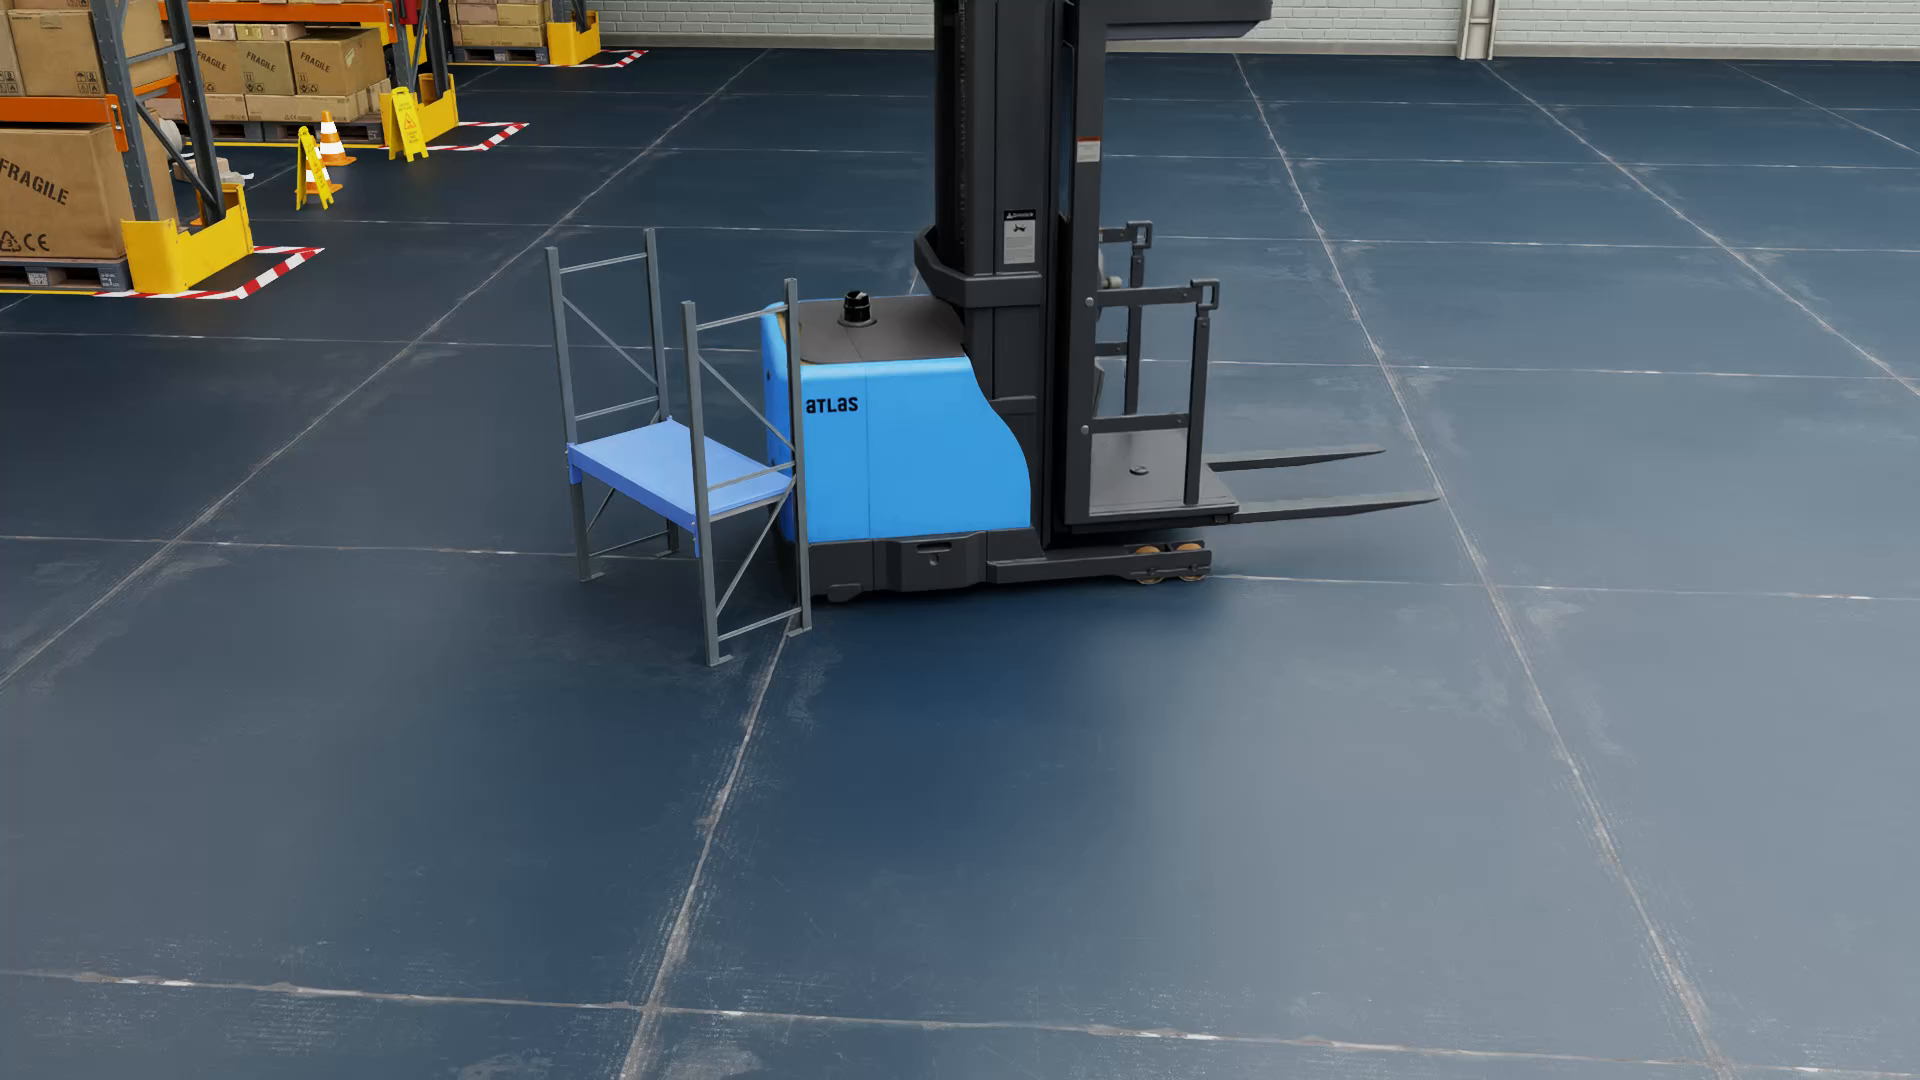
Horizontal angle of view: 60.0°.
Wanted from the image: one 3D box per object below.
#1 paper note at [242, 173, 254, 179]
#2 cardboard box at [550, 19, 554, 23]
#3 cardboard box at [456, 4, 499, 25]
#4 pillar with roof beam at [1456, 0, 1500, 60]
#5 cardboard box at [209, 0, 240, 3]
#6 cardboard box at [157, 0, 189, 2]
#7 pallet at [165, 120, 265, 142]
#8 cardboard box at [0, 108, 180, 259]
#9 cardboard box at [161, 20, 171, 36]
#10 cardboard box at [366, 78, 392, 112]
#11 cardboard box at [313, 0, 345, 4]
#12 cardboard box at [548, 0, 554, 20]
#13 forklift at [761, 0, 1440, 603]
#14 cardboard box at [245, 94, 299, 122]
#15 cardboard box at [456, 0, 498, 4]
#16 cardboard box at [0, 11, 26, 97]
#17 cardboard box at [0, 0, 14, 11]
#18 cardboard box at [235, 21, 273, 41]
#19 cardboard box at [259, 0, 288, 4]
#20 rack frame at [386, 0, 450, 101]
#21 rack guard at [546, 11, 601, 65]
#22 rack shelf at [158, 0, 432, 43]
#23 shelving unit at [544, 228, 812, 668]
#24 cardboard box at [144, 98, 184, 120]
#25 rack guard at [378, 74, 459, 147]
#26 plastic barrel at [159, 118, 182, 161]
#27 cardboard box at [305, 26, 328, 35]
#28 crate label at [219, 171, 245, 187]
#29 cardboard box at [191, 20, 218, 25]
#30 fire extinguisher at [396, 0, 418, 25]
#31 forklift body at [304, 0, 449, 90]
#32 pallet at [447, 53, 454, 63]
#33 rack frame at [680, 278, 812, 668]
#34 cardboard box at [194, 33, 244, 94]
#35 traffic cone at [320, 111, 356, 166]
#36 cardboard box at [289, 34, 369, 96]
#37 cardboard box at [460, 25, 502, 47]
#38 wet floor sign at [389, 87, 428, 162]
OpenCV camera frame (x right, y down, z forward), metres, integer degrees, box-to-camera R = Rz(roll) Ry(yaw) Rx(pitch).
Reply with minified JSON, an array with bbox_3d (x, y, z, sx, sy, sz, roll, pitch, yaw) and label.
[{"bbox_3d":[-6.330,-3.219,14.708,0.142,0.019,0.148,-7,26,-14],"label":"paper note"},{"bbox_3d":[-5.333,-6.475,21.020,0.500,0.250,0.500,2,25,4],"label":"cardboard box"},{"bbox_3d":[-5.867,-6.510,20.499,0.500,0.250,0.500,2,25,3],"label":"cardboard box"},{"bbox_3d":[6.151,-8.381,15.198,0.400,9.000,9.100,2,25,4],"label":"pillar with roof beam"},{"bbox_3d":[-6.905,-5.187,15.735,0.250,0.149,0.380,2,25,3],"label":"cardboard box"},{"bbox_3d":[-7.406,-5.196,15.754,0.250,0.149,0.380,2,25,4],"label":"cardboard box"},{"bbox_3d":[-7.331,-4.183,16.589,1.213,0.211,1.003,2,25,4],"label":"pallet"},{"bbox_3d":[-6.194,-2.520,11.678,0.875,0.875,0.875,2,25,4],"label":"cardboard box"},{"bbox_3d":[-7.754,-4.888,15.899,0.250,0.149,0.380,3,25,7],"label":"cardboard box"},{"bbox_3d":[-6.018,-4.450,16.619,0.500,0.250,0.500,2,25,4],"label":"cardboard box"},{"bbox_3d":[-5.885,-5.137,15.627,0.250,0.149,0.380,2,25,3],"label":"cardboard box"},{"bbox_3d":[-5.312,-6.706,20.925,0.500,0.250,0.500,2,25,5],"label":"cardboard box"},{"bbox_3d":[0.657,-1.347,7.172,3.031,2.935,1.130,-4,25,-9],"label":"forklift"},{"bbox_3d":[-6.577,-4.242,16.168,0.500,0.250,0.500,2,25,4],"label":"cardboard box"},{"bbox_3d":[-5.851,-6.730,20.379,0.500,0.250,0.500,2,25,5],"label":"cardboard box"},{"bbox_3d":[-6.437,-3.370,11.306,0.550,0.550,0.875,2,25,4],"label":"cardboard box"},{"bbox_3d":[-6.436,-3.866,11.093,0.550,0.550,0.875,2,25,4],"label":"cardboard box"},{"bbox_3d":[-6.675,-4.854,15.824,0.250,0.149,0.380,2,25,5],"label":"cardboard box"},{"bbox_3d":[-6.398,-5.150,15.655,0.250,0.149,0.380,2,25,5],"label":"cardboard box"},{"bbox_3d":[-5.235,-5.367,15.825,0.127,3.000,1.000,2,25,4],"label":"rack frame"},{"bbox_3d":[-4.835,-6.299,20.842,0.348,0.500,1.175,2,25,4],"label":"rack guard"},{"bbox_3d":[-7.229,-5.104,16.114,4.000,0.370,1.077,2,25,4],"label":"rack shelf"},{"bbox_3d":[-1.151,-0.405,6.835,0.538,1.500,1.048,-20,31,-37],"label":"shelving unit"},{"bbox_3d":[-7.593,-4.277,16.243,0.500,0.250,0.500,2,25,3],"label":"cardboard box"},{"bbox_3d":[-5.311,-4.234,16.353,0.348,0.500,1.175,2,25,4],"label":"rack guard"},{"bbox_3d":[-7.410,-3.632,15.136,0.421,0.421,0.512,22,33,39],"label":"plastic barrel"},{"bbox_3d":[-6.563,-4.806,16.495,0.500,0.500,0.500,1,25,2],"label":"cardboard box"},{"bbox_3d":[-6.297,-3.068,14.254,0.298,0.136,0.250,-11,27,-23],"label":"crate label"},{"bbox_3d":[-9.368,-6.688,21.034,0.625,0.625,0.875,3,25,6],"label":"cardboard box"},{"bbox_3d":[-5.156,-5.136,15.416,0.183,0.674,0.296,2,25,4],"label":"fire extinguisher"},{"bbox_3d":[-6.889,-6.350,18.978,1.214,2.155,2.313,2,25,4],"label":"forklift body"},{"bbox_3d":[-6.837,-6.216,21.007,1.213,0.211,1.003,2,25,4],"label":"pallet"},{"bbox_3d":[-0.817,-0.245,6.487,0.500,1.500,0.032,-20,31,-37],"label":"rack frame"},{"bbox_3d":[-7.077,-4.600,16.049,0.500,0.500,0.500,1,25,3],"label":"cardboard box"},{"bbox_3d":[-5.762,-3.690,15.217,0.334,0.463,0.336,2,25,4],"label":"traffic cone"},{"bbox_3d":[-6.054,-4.566,15.975,0.500,0.500,0.500,2,25,4],"label":"cardboard box"},{"bbox_3d":[-5.846,-6.281,20.598,0.500,0.250,0.500,2,25,4],"label":"cardboard box"},{"bbox_3d":[-5.127,-3.845,15.335,0.232,0.644,0.267,11,27,22],"label":"wet floor sign"}]
